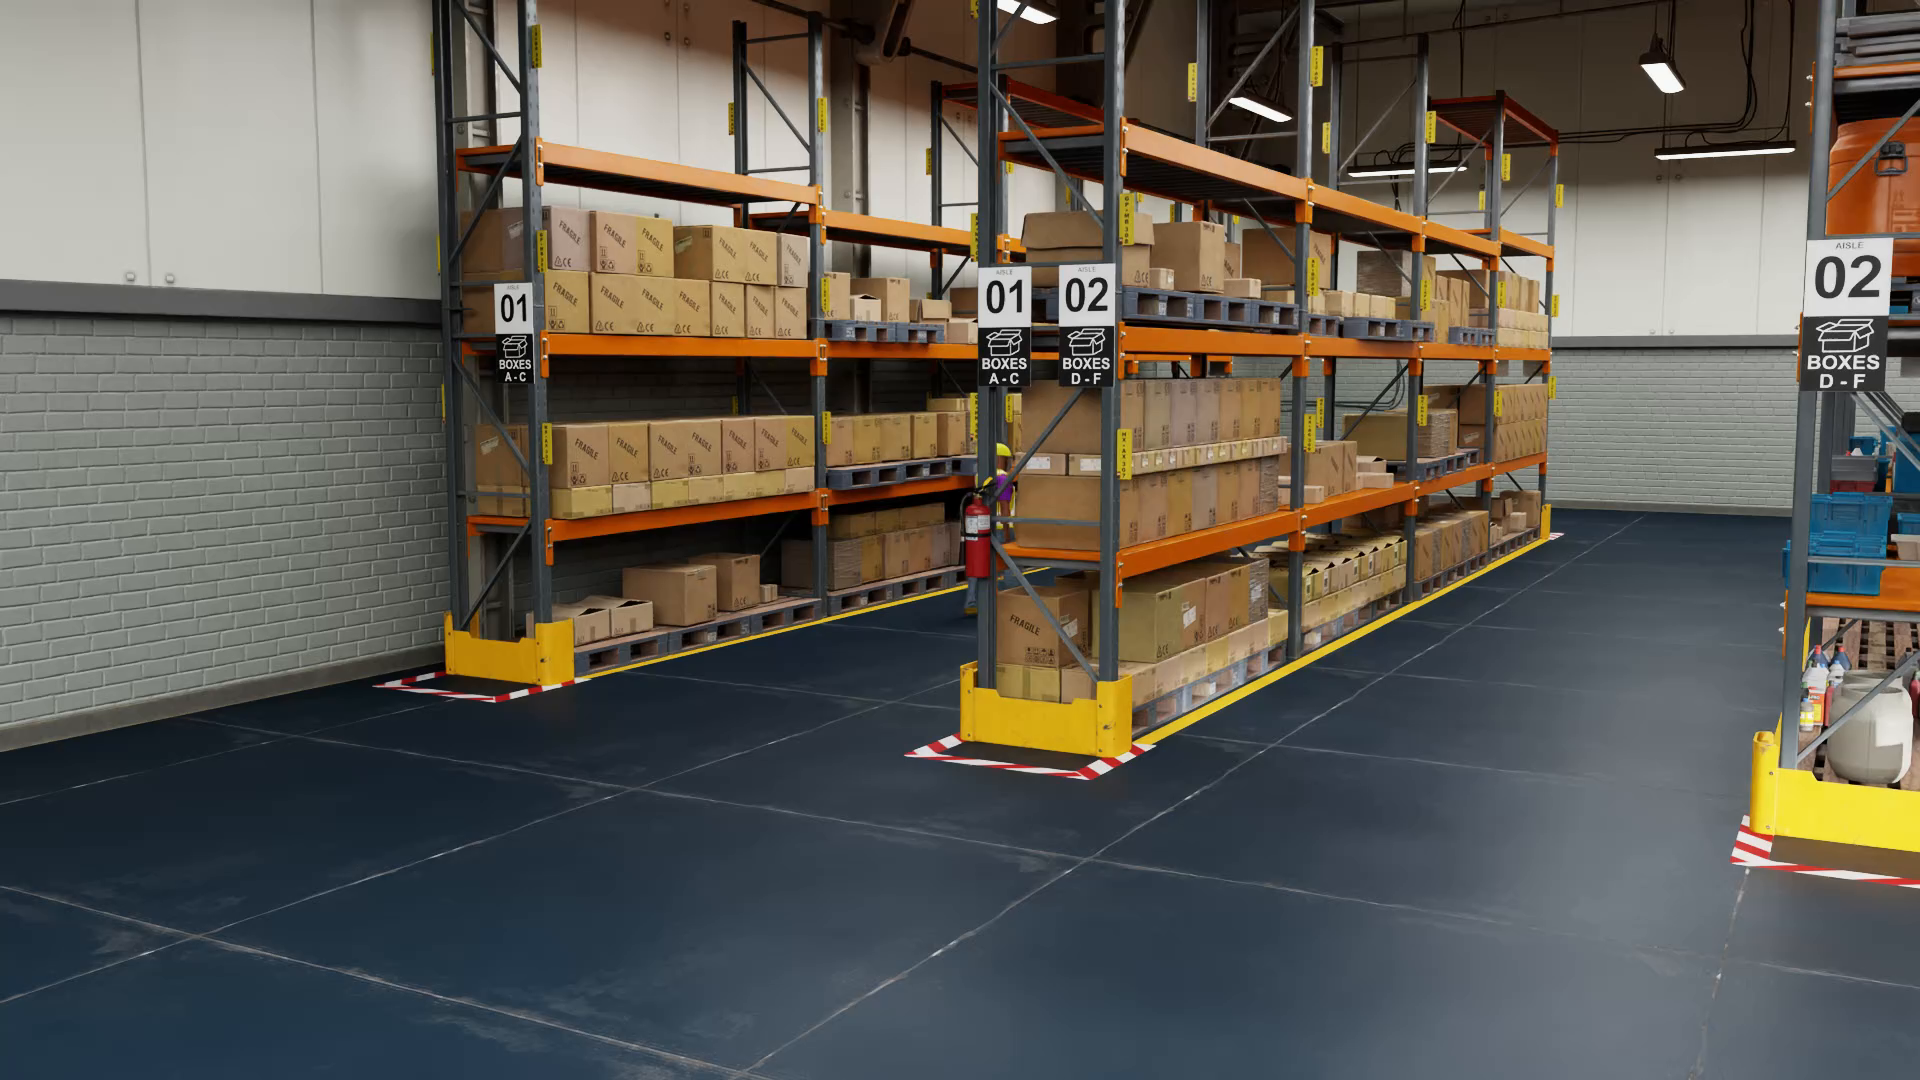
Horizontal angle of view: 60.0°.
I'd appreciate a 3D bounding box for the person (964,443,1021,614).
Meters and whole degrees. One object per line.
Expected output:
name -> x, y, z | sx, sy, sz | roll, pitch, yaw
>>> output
person -> 0.373, -0.097, 16.990 | 0.712, 1.776, 0.636 | -4, 7, -32
